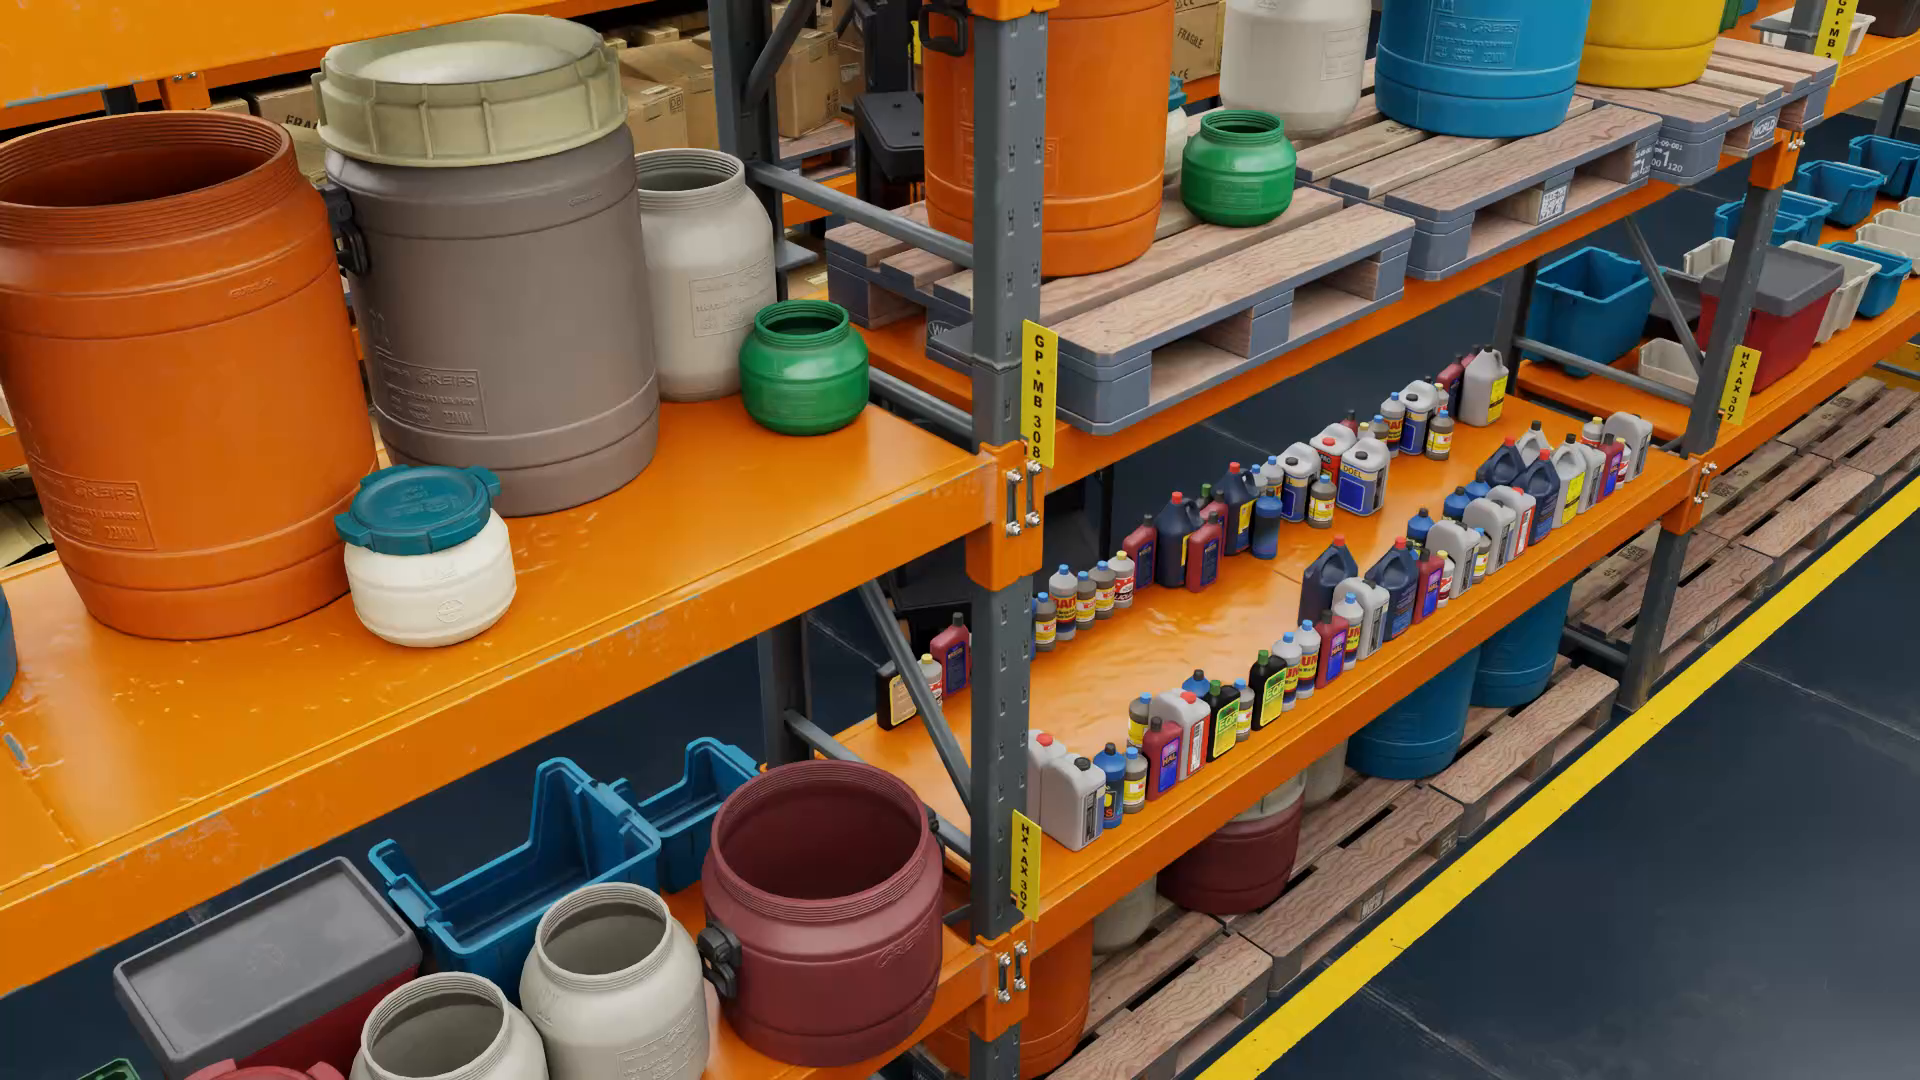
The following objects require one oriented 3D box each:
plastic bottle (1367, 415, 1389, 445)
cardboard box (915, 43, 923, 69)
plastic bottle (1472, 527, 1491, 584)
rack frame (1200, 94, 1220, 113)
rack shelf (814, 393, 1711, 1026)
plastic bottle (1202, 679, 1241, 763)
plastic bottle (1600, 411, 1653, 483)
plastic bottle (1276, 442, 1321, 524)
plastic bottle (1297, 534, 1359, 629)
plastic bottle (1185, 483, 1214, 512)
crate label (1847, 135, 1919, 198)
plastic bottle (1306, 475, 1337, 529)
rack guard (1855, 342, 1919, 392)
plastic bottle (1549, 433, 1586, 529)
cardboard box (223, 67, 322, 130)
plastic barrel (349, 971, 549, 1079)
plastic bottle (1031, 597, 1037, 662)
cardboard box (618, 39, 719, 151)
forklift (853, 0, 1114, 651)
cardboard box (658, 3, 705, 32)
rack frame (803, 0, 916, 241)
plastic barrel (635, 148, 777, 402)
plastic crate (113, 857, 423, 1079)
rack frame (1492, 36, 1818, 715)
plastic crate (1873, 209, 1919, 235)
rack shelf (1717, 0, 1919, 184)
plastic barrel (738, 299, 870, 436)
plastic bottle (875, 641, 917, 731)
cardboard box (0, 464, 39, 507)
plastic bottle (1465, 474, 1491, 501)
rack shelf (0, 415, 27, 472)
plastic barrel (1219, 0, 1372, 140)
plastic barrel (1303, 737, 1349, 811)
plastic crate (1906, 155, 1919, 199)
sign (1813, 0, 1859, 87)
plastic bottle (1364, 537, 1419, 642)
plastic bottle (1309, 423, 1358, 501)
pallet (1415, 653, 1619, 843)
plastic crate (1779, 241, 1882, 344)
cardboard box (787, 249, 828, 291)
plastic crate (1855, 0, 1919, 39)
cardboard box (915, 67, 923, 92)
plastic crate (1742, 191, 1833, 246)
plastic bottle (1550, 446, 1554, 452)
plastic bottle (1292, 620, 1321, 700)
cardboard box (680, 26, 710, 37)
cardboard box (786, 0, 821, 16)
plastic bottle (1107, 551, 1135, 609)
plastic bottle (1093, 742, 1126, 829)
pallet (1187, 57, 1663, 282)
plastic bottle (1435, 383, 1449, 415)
[{"bbox_3d":[1.683,-0.409,6.734,0.097,0.201,0.097,0,31,0],"label":"plastic bottle"},{"bbox_3d":[-0.104,-3.132,9.942,0.500,0.500,0.500,-25,39,-34],"label":"cardboard box"},{"bbox_3d":[1.853,0.049,5.985,0.097,0.201,0.097,0,31,0],"label":"plastic bottle"},{"bbox_3d":[2.292,-4.022,12.452,0.127,3.000,1.000,-26,40,-35],"label":"rack frame"},{"bbox_3d":[1.258,0.309,6.058,4.000,0.370,1.077,-26,40,-35],"label":"rack shelf"},{"bbox_3d":[0.797,0.538,5.107,0.133,0.283,0.061,-26,40,-35],"label":"plastic bottle"},{"bbox_3d":[2.655,-0.391,6.632,0.135,0.276,0.152,-26,40,-35],"label":"plastic bottle"},{"bbox_3d":[1.277,-0.225,6.361,0.135,0.276,0.152,-26,40,-35],"label":"plastic bottle"},{"bbox_3d":[1.263,0.145,5.684,0.185,0.351,0.144,-26,40,-35],"label":"plastic bottle"},{"bbox_3d":[0.869,-0.063,6.090,0.133,0.283,0.061,-26,40,-35],"label":"plastic bottle"},{"bbox_3d":[5.253,-2.118,9.442,0.303,0.233,0.416,-26,40,-35],"label":"crate label"},{"bbox_3d":[1.375,-0.152,6.314,0.097,0.201,0.097,0,31,0],"label":"plastic bottle"},{"bbox_3d":[5.666,-1.073,10.025,0.348,0.500,1.175,-26,40,-35],"label":"rack guard"},{"bbox_3d":[2.273,-0.235,6.306,0.185,0.351,0.144,-26,40,-35],"label":"plastic bottle"},{"bbox_3d":[-5.050,-3.162,12.704,0.750,0.750,0.750,-24,39,-34],"label":"cardboard box"},{"bbox_3d":[-1.127,1.260,3.707,0.421,0.512,0.421,0,31,0],"label":"plastic barrel"},{"bbox_3d":[0.207,0.275,5.548,0.097,0.271,0.097,0,31,0],"label":"plastic bottle"},{"bbox_3d":[-1.601,-2.474,9.423,0.500,0.500,0.700,-19,36,-28],"label":"cardboard box"},{"bbox_3d":[0.142,-0.930,7.461,1.130,2.935,3.031,-7,32,-11],"label":"forklift"},{"bbox_3d":[-2.496,-4.689,14.915,0.250,0.149,0.380,-25,40,-35],"label":"cardboard box"},{"bbox_3d":[-0.641,-2.603,10.132,0.127,3.000,1.000,-26,40,-35],"label":"rack frame"},{"bbox_3d":[-0.645,-0.623,3.910,0.421,0.512,0.421,0,31,0],"label":"plastic barrel"},{"bbox_3d":[-1.602,1.141,3.948,0.583,0.464,0.402,-26,40,-35],"label":"plastic crate"},{"bbox_3d":[2.725,-0.707,7.031,0.127,3.000,1.000,-26,40,-35],"label":"rack frame"},{"bbox_3d":[4.960,-1.583,8.659,0.243,0.136,0.396,-26,40,-35],"label":"plastic crate"},{"bbox_3d":[4.191,-2.389,7.596,4.000,0.370,1.077,-26,40,-35],"label":"rack shelf"},{"bbox_3d":[-0.355,-0.394,3.793,0.294,0.245,0.294,0,31,0],"label":"plastic barrel"},{"bbox_3d":[-0.202,0.455,5.243,0.133,0.283,0.061,-26,40,-35],"label":"plastic bottle"},{"bbox_3d":[-4.537,-0.167,7.843,0.500,0.311,0.500,-27,40,-37],"label":"cardboard box"},{"bbox_3d":[1.919,-0.121,6.196,0.097,0.271,0.097,0,31,0],"label":"plastic bottle"},{"bbox_3d":[-5.040,-0.168,6.839,4.000,0.370,1.077,-26,40,-35],"label":"rack shelf"},{"bbox_3d":[0.989,-1.492,4.906,0.433,0.535,0.433,0,31,0],"label":"plastic barrel"},{"bbox_3d":[1.320,0.779,6.583,0.421,0.512,0.421,0,31,0],"label":"plastic barrel"},{"bbox_3d":[5.539,-1.976,9.015,0.499,0.435,0.616,-26,40,-35],"label":"plastic crate"},{"bbox_3d":[3.097,-1.779,5.901,0.005,0.325,0.100,-26,40,-35],"label":"sign"},{"bbox_3d":[1.465,0.156,5.667,0.185,0.351,0.144,-26,40,-35],"label":"plastic bottle"},{"bbox_3d":[1.447,-0.307,6.496,0.135,0.276,0.152,-26,40,-35],"label":"plastic bottle"},{"bbox_3d":[2.130,0.740,7.337,1.213,0.211,1.003,-26,40,-35],"label":"pallet"},{"bbox_3d":[3.969,-1.153,7.817,0.530,0.282,0.437,-26,40,-35],"label":"plastic crate"},{"bbox_3d":[-0.808,-1.440,10.204,0.500,0.500,0.500,-26,40,-36],"label":"cardboard box"},{"bbox_3d":[3.822,-2.267,6.832,0.590,0.269,0.497,-26,40,-35],"label":"plastic crate"},{"bbox_3d":[-0.082,-2.722,10.231,0.500,0.500,0.500,-25,39,-34],"label":"cardboard box"},{"bbox_3d":[4.287,-1.651,8.678,0.300,0.233,0.416,-26,40,-35],"label":"plastic crate"},{"bbox_3d":[2.289,-0.270,6.507,0.097,0.201,0.097,0,31,0],"label":"plastic bottle"},{"bbox_3d":[1.110,0.378,5.379,0.097,0.271,0.097,0,31,0],"label":"plastic bottle"},{"bbox_3d":[-2.259,-4.386,15.040,0.500,0.500,0.700,-27,41,-37],"label":"cardboard box"},{"bbox_3d":[-1.494,-4.903,15.265,0.250,0.149,0.380,-26,40,-36],"label":"cardboard box"},{"bbox_3d":[0.564,0.132,5.849,0.097,0.201,0.097,0,31,0],"label":"plastic bottle"},{"bbox_3d":[0.432,0.706,4.843,0.097,0.271,0.097,0,31,0],"label":"plastic bottle"},{"bbox_3d":[1.387,-1.187,5.122,1.213,0.211,1.003,-26,40,-35],"label":"pallet"},{"bbox_3d":[1.996,-0.560,6.981,0.097,0.201,0.097,0,31,0],"label":"plastic bottle"}]
